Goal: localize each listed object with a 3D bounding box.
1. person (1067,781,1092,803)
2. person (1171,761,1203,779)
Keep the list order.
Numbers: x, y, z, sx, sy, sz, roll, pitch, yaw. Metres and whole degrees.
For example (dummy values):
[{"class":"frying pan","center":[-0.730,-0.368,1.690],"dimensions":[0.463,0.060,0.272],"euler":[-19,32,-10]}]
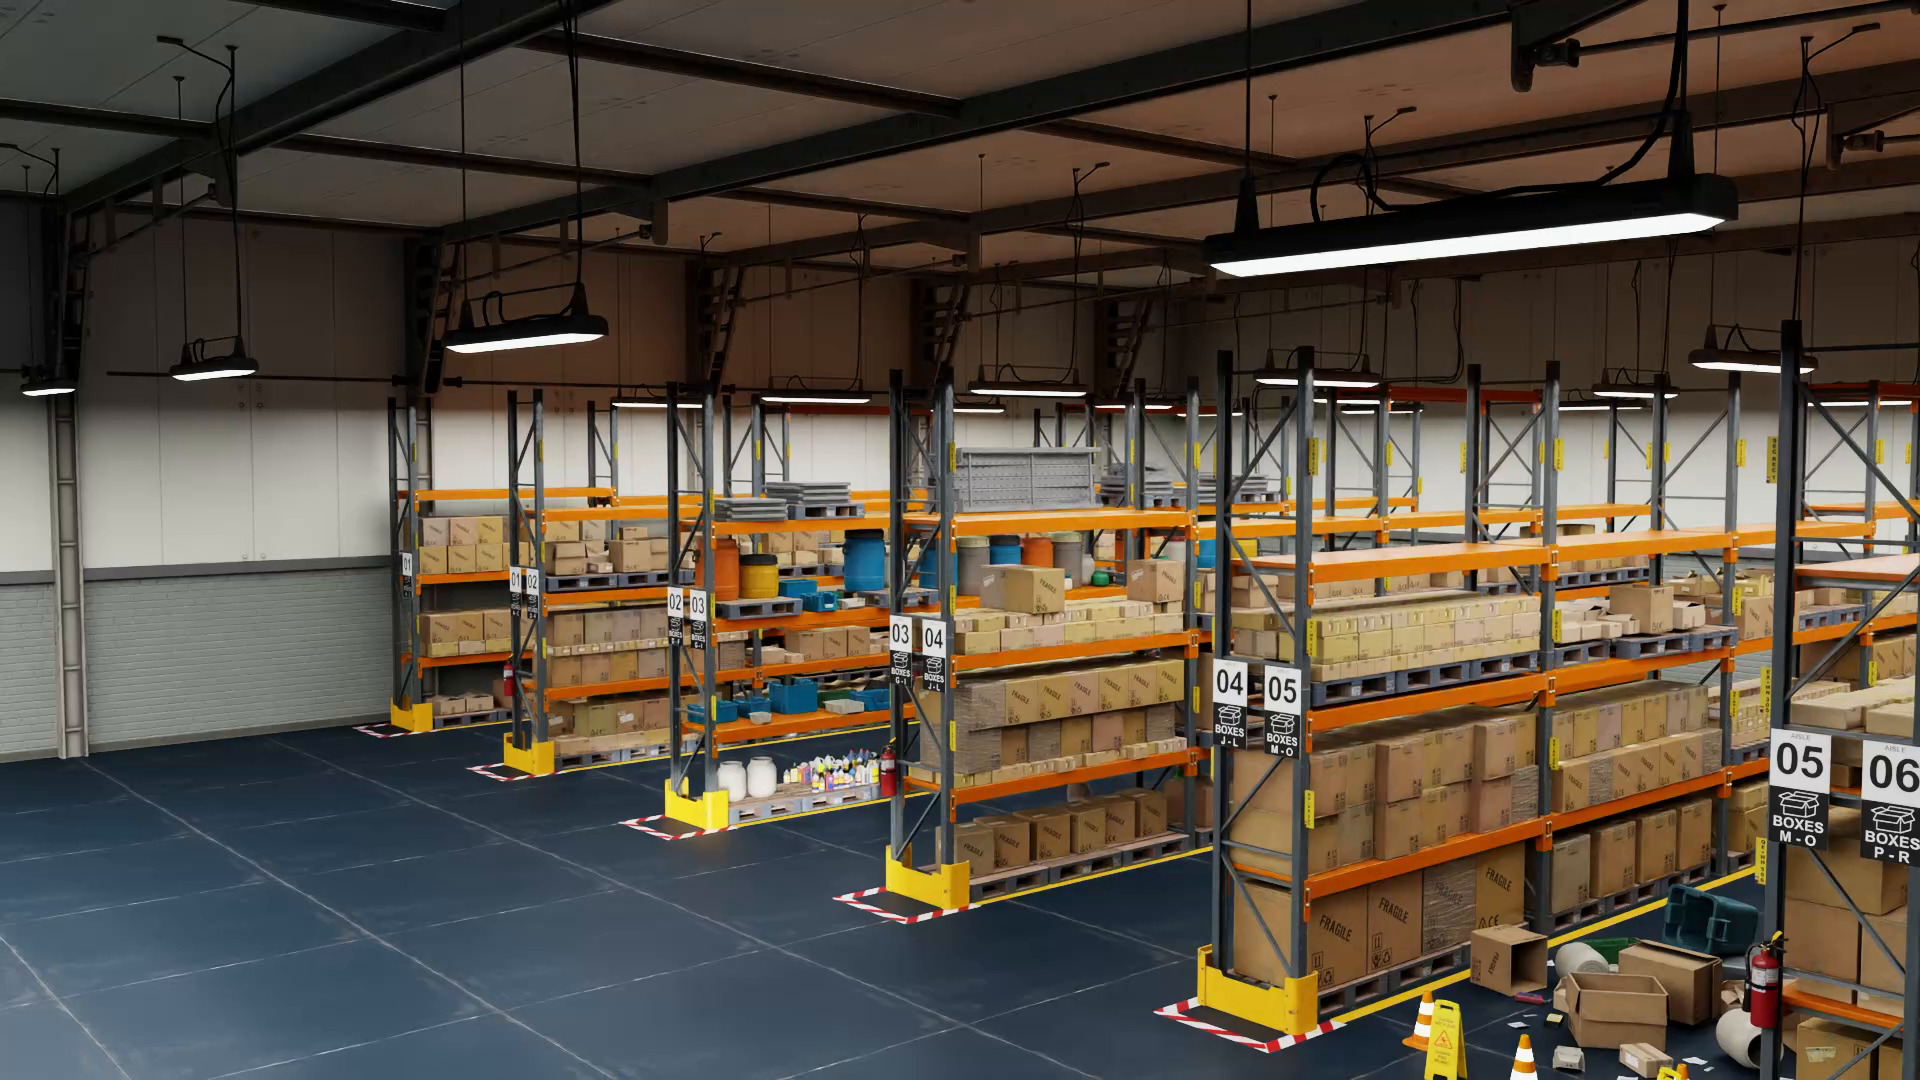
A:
[{"class":"person","center":[1.577,2.983,22.824],"dimensions":[0.614,1.752,0.640],"euler":[0,3,-7]},{"class":"person","center":[3.338,2.801,24.987],"dimensions":[0.926,1.742,0.587],"euler":[-2,4,-34]}]
